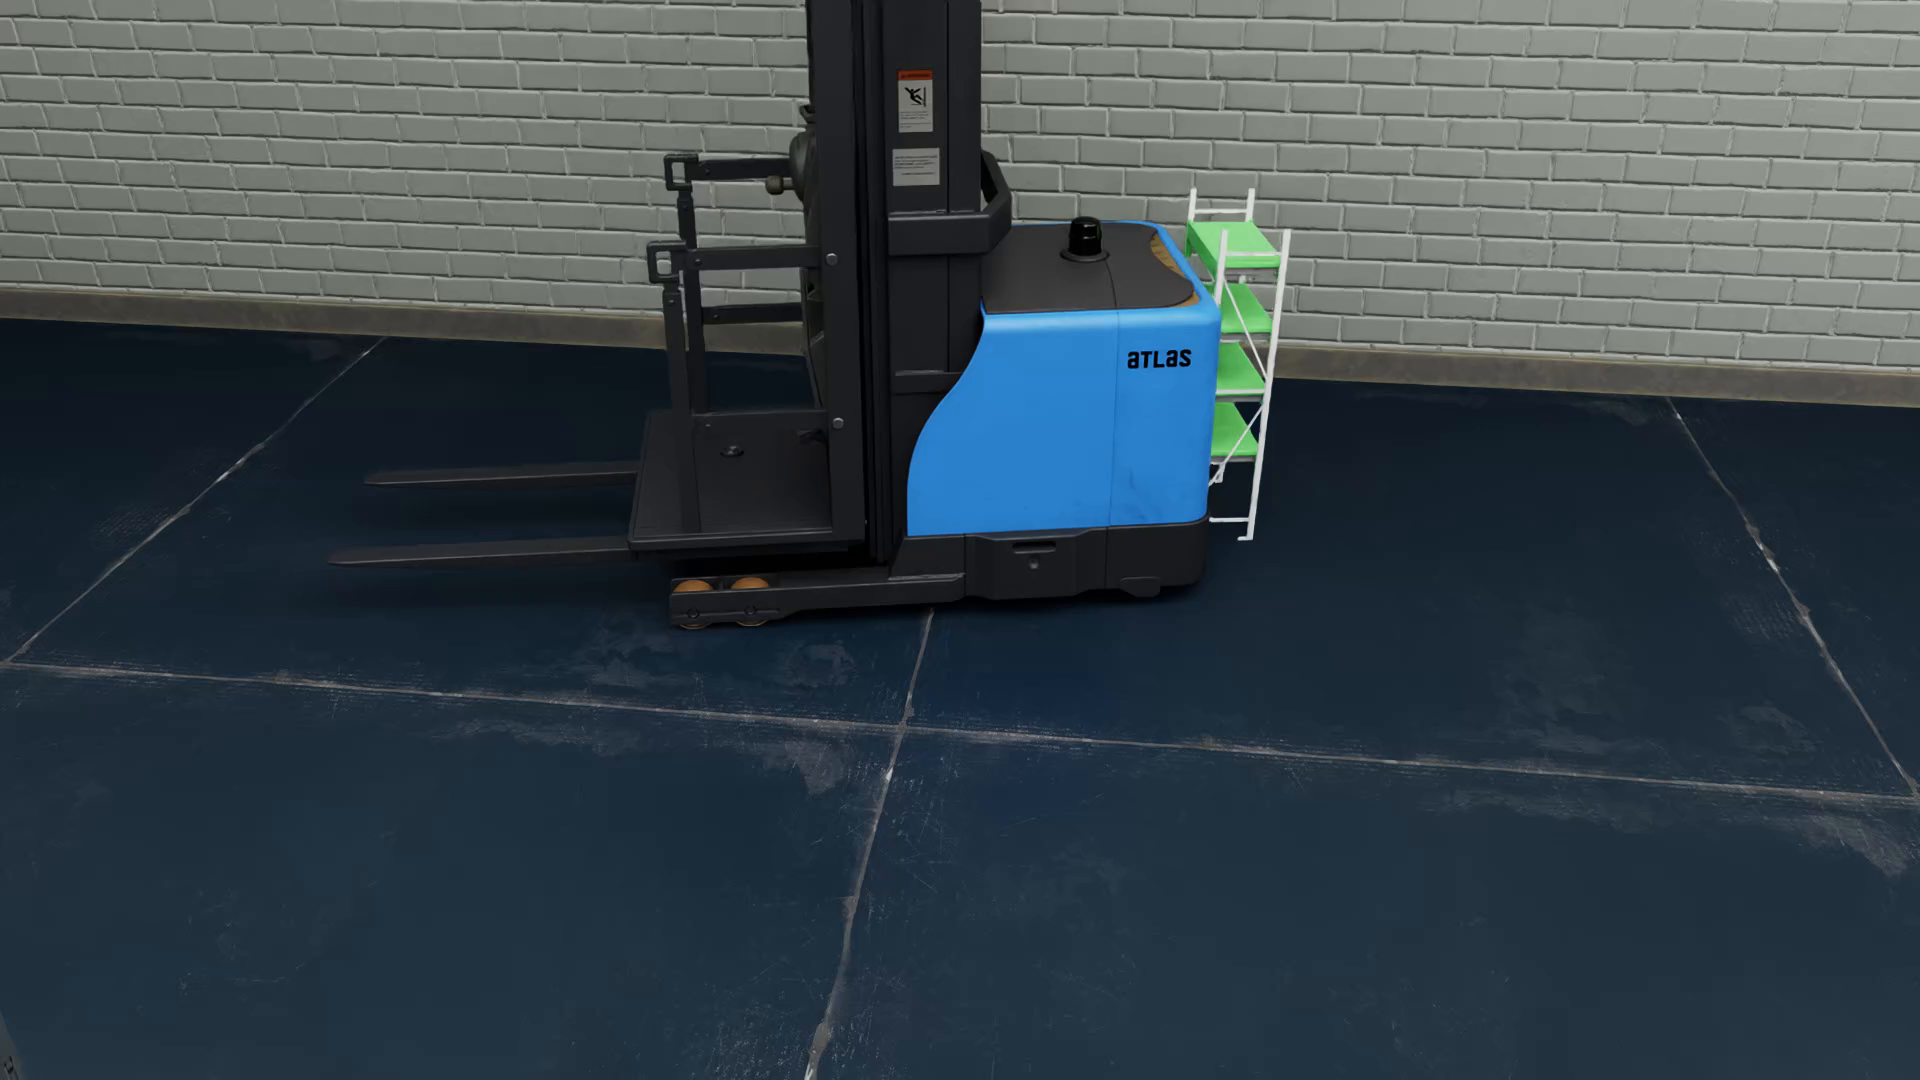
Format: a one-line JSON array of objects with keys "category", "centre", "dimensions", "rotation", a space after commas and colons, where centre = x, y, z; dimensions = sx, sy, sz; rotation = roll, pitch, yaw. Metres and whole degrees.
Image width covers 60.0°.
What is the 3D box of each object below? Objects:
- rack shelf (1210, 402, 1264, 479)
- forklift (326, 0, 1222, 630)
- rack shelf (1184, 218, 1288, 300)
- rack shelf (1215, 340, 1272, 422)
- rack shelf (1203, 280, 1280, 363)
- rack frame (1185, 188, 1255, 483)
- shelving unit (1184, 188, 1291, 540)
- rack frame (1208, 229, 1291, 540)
[{"category": "rack shelf", "centre": [0.964, -0.378, 6.319], "dimensions": [0.258, 0.148, 0.480], "rotation": [-1, 28, -6]}, {"category": "forklift", "centre": [-0.680, -1.248, 5.476], "dimensions": [3.031, 2.935, 1.130], "rotation": [-3, 28, -5]}, {"category": "rack shelf", "centre": [0.983, -1.012, 5.979], "dimensions": [0.258, 0.148, 0.480], "rotation": [-1, 28, -6]}, {"category": "rack shelf", "centre": [0.971, -0.589, 6.206], "dimensions": [0.258, 0.148, 0.480], "rotation": [-1, 28, -6]}, {"category": "rack shelf", "centre": [0.977, -0.801, 6.093], "dimensions": [0.258, 0.148, 0.480], "rotation": [-1, 28, -6]}, {"category": "rack frame", "centre": [0.949, -0.761, 6.390], "dimensions": [0.240, 1.200, 0.015], "rotation": [-1, 28, -6]}, {"category": "shelving unit", "centre": [0.972, -0.646, 6.176], "dimensions": [0.258, 1.200, 0.503], "rotation": [-1, 28, -6]}, {"category": "rack frame", "centre": [0.996, -0.530, 5.962], "dimensions": [0.240, 1.200, 0.015], "rotation": [-1, 28, -6]}]
